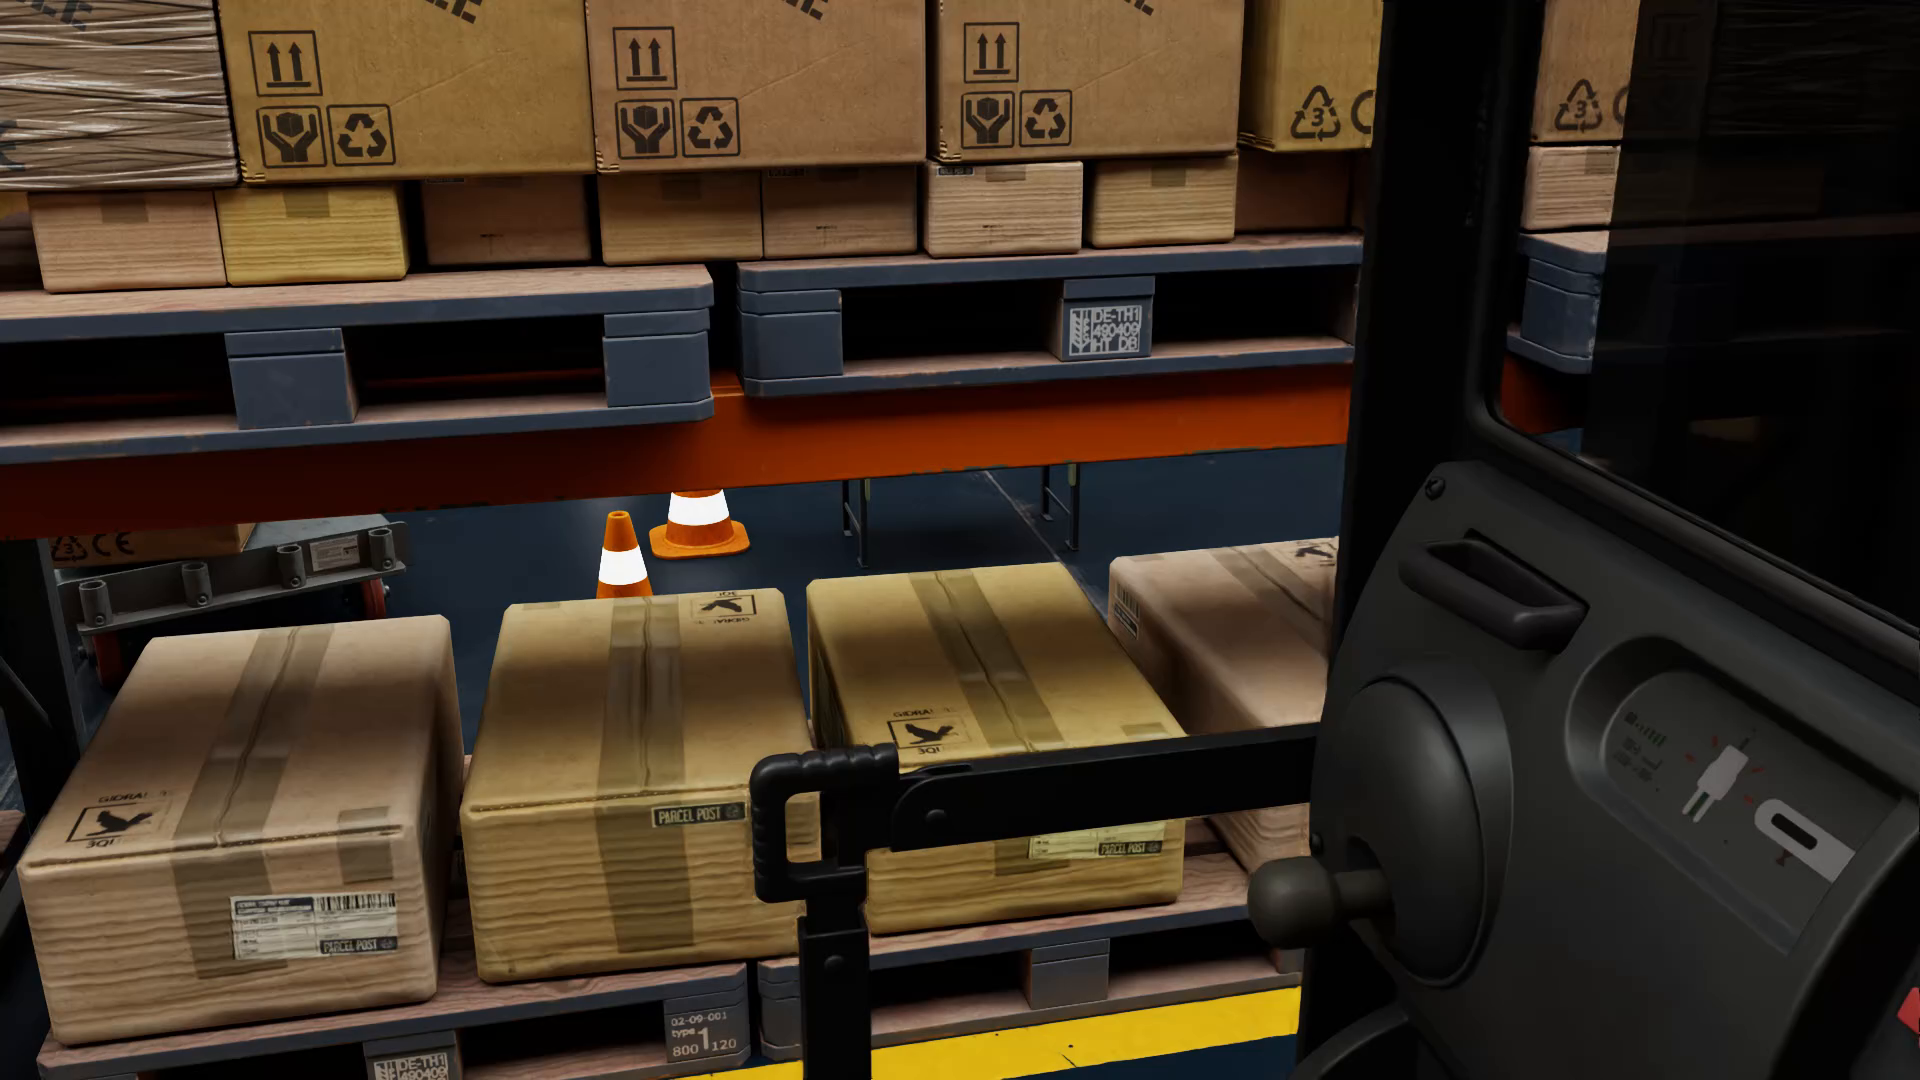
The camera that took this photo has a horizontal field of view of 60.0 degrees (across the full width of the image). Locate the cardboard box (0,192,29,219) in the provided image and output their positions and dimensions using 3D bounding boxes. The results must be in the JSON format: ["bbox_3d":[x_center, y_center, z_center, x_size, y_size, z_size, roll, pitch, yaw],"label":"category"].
[{"bbox_3d":[-3.712,-1.301,7.485,0.875,0.875,0.875,-4,21,-12],"label":"cardboard box"}]

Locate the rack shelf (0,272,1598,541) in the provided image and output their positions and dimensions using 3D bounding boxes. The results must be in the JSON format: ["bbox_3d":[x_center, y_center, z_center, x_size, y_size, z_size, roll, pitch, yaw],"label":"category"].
[{"bbox_3d":[0.100,-0.300,3.318,4.000,0.370,1.077,-5,21,-12],"label":"rack shelf"}]

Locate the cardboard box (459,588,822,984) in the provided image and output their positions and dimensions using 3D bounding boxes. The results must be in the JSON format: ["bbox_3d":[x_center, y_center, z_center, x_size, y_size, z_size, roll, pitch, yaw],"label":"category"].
[{"bbox_3d":[-0.638,0.457,3.416,0.625,0.372,0.950,-3,20,-9],"label":"cardboard box"}]

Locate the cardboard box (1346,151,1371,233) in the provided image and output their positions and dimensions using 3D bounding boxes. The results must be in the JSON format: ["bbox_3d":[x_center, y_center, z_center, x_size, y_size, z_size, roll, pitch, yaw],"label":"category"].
[{"bbox_3d":[0.791,-0.646,2.973,0.250,0.149,0.380,-4,21,-12],"label":"cardboard box"}]

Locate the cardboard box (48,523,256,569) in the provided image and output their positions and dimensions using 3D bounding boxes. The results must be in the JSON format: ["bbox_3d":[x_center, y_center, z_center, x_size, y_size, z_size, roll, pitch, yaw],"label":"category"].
[{"bbox_3d":[-2.285,-0.255,4.682,0.500,0.500,0.500,-5,21,-12],"label":"cardboard box"}]

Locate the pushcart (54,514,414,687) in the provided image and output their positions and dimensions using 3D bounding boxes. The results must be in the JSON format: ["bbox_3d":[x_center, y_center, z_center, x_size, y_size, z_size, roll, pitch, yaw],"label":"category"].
[{"bbox_3d":[-2.420,-0.007,5.286,0.936,0.377,1.648,-13,24,-31],"label":"pushcart"}]

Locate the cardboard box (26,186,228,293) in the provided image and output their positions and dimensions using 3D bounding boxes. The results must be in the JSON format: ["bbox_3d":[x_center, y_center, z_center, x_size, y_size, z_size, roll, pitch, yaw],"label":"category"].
[{"bbox_3d":[-1.236,-0.497,2.564,0.250,0.149,0.380,-4,21,-12],"label":"cardboard box"}]

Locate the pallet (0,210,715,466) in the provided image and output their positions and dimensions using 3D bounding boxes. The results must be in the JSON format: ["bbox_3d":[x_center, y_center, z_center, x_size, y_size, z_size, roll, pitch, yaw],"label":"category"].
[{"bbox_3d":[-1.069,-0.401,2.828,1.213,0.211,1.003,-5,21,-12],"label":"pallet"}]

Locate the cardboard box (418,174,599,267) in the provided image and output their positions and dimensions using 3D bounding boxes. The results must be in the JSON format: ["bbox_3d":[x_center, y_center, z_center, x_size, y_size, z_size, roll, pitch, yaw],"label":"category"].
[{"bbox_3d":[-0.733,-0.561,2.741,0.250,0.149,0.380,-3,20,-9],"label":"cardboard box"}]

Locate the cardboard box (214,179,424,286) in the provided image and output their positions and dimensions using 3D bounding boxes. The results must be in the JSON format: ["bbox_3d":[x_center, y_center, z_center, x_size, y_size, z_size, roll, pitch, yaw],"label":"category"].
[{"bbox_3d":[-0.991,-0.513,2.610,0.250,0.149,0.380,-4,21,-11],"label":"cardboard box"}]

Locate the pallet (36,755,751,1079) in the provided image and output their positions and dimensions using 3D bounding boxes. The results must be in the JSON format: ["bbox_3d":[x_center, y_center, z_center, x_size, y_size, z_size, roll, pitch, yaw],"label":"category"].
[{"bbox_3d":[-1.089,0.768,3.412,1.213,0.211,1.003,-5,21,-12],"label":"pallet"}]

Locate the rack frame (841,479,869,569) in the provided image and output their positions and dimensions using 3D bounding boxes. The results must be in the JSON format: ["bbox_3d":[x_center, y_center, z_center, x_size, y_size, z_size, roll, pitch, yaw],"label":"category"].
[{"bbox_3d":[-0.363,-0.675,5.476,0.023,1.500,0.400,-5,21,-12],"label":"rack frame"}]

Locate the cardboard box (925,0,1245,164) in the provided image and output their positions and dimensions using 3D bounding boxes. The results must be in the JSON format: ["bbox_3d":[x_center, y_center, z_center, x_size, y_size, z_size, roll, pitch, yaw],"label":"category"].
[{"bbox_3d":[0.145,-0.923,2.785,0.500,0.500,0.500,-6,21,-15],"label":"cardboard box"}]

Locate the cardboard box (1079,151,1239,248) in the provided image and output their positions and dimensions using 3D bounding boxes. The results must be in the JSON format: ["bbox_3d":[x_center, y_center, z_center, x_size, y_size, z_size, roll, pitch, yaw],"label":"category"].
[{"bbox_3d":[0.292,-0.621,2.905,0.250,0.149,0.380,-5,21,-14],"label":"cardboard box"}]

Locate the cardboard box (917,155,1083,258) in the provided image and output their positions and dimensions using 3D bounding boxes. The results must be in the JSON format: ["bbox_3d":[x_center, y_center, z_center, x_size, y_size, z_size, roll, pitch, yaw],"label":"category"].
[{"bbox_3d":[0.039,-0.590,2.820,0.250,0.149,0.380,-4,20,-10],"label":"cardboard box"}]

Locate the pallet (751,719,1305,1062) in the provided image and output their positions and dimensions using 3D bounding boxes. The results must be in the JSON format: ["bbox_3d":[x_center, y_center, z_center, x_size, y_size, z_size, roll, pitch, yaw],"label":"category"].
[{"bbox_3d":[0.100,0.670,3.678,1.213,0.211,1.003,-5,21,-12],"label":"pallet"}]

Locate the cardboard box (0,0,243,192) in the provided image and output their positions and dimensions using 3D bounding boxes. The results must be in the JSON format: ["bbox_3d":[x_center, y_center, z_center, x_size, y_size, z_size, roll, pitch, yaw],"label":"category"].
[{"bbox_3d":[-1.324,-0.804,2.461,0.500,0.500,0.500,-4,21,-11],"label":"cardboard box"}]

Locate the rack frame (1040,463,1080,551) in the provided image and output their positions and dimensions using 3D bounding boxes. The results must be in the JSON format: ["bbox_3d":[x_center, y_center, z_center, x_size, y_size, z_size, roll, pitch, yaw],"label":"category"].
[{"bbox_3d":[0.350,-0.733,5.634,0.023,1.500,0.400,-5,21,-12],"label":"rack frame"}]

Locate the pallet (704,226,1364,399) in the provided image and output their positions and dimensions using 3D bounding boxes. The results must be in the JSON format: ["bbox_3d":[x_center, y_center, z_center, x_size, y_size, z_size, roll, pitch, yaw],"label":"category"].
[{"bbox_3d":[0.129,-0.536,3.194,1.213,0.211,1.003,-5,21,-12],"label":"pallet"}]

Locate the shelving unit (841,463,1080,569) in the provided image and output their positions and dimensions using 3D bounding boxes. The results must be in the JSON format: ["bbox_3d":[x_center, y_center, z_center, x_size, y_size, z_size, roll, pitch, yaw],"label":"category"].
[{"bbox_3d":[-0.006,-0.704,5.555,0.755,1.500,0.431,-5,21,-12],"label":"shelving unit"}]

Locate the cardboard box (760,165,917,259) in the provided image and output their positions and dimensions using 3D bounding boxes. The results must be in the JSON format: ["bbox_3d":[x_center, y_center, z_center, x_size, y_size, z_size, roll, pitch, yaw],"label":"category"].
[{"bbox_3d":[-0.232,-0.587,2.810,0.250,0.149,0.380,-4,21,-12],"label":"cardboard box"}]

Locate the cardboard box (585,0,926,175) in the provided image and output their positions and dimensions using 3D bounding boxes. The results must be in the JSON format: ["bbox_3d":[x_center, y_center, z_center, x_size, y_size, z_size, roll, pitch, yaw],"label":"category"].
[{"bbox_3d":[-0.353,-0.879,2.664,0.500,0.500,0.500,-5,21,-13],"label":"cardboard box"}]

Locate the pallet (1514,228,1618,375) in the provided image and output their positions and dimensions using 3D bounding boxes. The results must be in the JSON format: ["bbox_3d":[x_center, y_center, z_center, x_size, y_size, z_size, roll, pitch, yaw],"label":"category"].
[{"bbox_3d":[1.377,-0.614,3.408,1.003,0.211,1.213,-5,21,-12],"label":"pallet"}]

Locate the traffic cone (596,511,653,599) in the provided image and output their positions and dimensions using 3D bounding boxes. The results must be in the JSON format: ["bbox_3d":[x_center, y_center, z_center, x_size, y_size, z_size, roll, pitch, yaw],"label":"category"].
[{"bbox_3d":[-0.962,0.145,4.746,0.334,0.463,0.336,-5,21,-12],"label":"traffic cone"}]

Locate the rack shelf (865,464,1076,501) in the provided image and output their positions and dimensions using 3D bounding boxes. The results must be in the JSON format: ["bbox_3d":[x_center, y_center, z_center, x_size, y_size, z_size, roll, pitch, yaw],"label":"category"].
[{"bbox_3d":[-0.006,-0.398,5.667,0.720,0.370,0.431,-5,21,-12],"label":"rack shelf"}]

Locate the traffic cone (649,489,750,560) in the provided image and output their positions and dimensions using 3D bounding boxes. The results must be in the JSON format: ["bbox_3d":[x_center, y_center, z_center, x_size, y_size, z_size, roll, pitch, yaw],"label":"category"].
[{"bbox_3d":[-0.910,-0.213,5.722,0.334,0.463,0.336,-5,21,-12],"label":"traffic cone"}]

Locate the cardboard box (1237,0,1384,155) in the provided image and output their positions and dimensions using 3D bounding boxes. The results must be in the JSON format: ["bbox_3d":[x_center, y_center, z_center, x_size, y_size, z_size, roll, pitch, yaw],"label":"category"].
[{"bbox_3d":[0.676,-0.966,2.902,0.500,0.500,0.500,-6,21,-16],"label":"cardboard box"}]

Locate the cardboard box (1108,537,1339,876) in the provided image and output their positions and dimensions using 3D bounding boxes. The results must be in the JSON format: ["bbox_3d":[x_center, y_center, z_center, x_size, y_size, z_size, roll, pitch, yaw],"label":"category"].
[{"bbox_3d":[0.778,0.343,3.727,0.625,0.372,0.950,-5,21,-14],"label":"cardboard box"}]

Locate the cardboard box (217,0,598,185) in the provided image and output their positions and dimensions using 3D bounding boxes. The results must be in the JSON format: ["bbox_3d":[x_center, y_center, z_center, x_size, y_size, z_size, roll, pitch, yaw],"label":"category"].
[{"bbox_3d":[-0.837,-0.844,2.570,0.500,0.500,0.500,-5,21,-12],"label":"cardboard box"}]

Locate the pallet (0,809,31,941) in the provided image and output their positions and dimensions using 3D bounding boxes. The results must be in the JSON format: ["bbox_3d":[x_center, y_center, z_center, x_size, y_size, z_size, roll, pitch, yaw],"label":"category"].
[{"bbox_3d":[-2.492,0.895,3.065,1.213,0.211,1.003,-5,21,-12],"label":"pallet"}]

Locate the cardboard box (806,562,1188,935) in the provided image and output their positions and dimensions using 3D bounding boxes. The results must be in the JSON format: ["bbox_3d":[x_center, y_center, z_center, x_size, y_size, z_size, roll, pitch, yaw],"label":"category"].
[{"bbox_3d":[0.038,0.401,3.568,0.625,0.372,0.950,-4,20,-11],"label":"cardboard box"}]

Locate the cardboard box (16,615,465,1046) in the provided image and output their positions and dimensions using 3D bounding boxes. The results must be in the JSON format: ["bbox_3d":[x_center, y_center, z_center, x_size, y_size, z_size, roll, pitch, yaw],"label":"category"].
[{"bbox_3d":[-1.337,0.515,3.258,0.625,0.372,0.950,-4,21,-12],"label":"cardboard box"}]

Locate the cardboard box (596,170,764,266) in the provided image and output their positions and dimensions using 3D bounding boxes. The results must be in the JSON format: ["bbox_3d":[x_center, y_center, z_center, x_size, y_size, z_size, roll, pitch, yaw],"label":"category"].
[{"bbox_3d":[-0.473,-0.568,2.758,0.250,0.149,0.380,-4,21,-12],"label":"cardboard box"}]

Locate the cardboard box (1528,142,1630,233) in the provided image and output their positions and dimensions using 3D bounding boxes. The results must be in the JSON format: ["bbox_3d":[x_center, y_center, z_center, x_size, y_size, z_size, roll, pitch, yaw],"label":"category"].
[{"bbox_3d":[1.055,-0.673,3.045,0.250,0.149,0.380,-6,21,-15],"label":"cardboard box"}]

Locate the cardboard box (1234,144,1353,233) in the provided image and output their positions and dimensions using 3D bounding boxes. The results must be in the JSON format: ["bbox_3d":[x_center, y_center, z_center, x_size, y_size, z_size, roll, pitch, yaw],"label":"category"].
[{"bbox_3d":[0.517,-0.669,3.034,0.250,0.149,0.380,-4,21,-12],"label":"cardboard box"}]

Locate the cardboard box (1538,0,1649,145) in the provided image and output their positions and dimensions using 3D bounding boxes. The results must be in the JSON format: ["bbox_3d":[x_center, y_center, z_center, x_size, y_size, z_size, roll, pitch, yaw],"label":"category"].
[{"bbox_3d":[1.167,-1.006,3.012,0.500,0.500,0.500,-5,21,-13],"label":"cardboard box"}]

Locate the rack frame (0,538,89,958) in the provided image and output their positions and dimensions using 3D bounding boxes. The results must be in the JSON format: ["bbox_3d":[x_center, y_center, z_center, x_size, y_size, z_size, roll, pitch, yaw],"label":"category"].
[{"bbox_3d":[-1.847,-0.479,2.762,0.127,3.000,1.000,-5,21,-12],"label":"rack frame"}]
